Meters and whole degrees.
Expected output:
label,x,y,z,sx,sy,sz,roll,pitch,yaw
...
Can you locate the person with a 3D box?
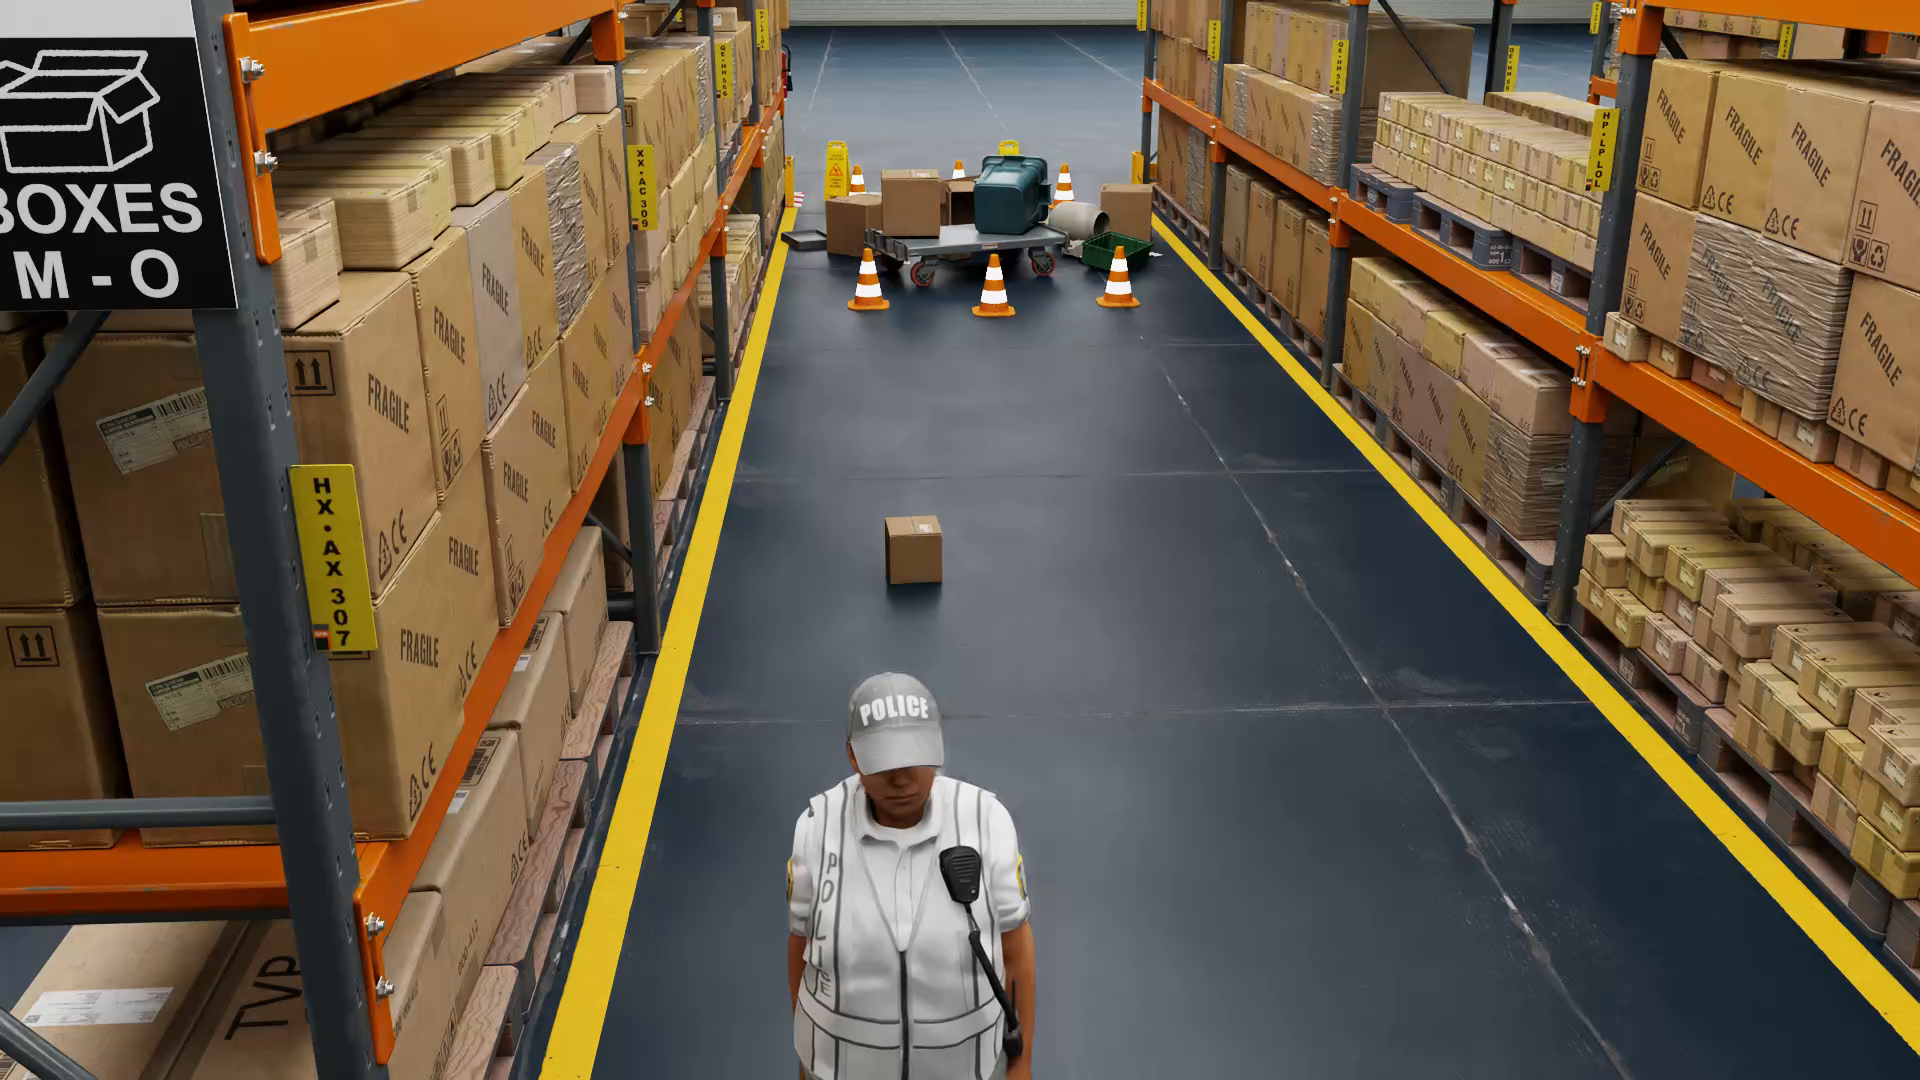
label,x,y,z,sx,sy,sz,roll,pitch,yaw
person,-0.096,1.013,3.330,0.488,1.646,0.673,-1,21,-2
